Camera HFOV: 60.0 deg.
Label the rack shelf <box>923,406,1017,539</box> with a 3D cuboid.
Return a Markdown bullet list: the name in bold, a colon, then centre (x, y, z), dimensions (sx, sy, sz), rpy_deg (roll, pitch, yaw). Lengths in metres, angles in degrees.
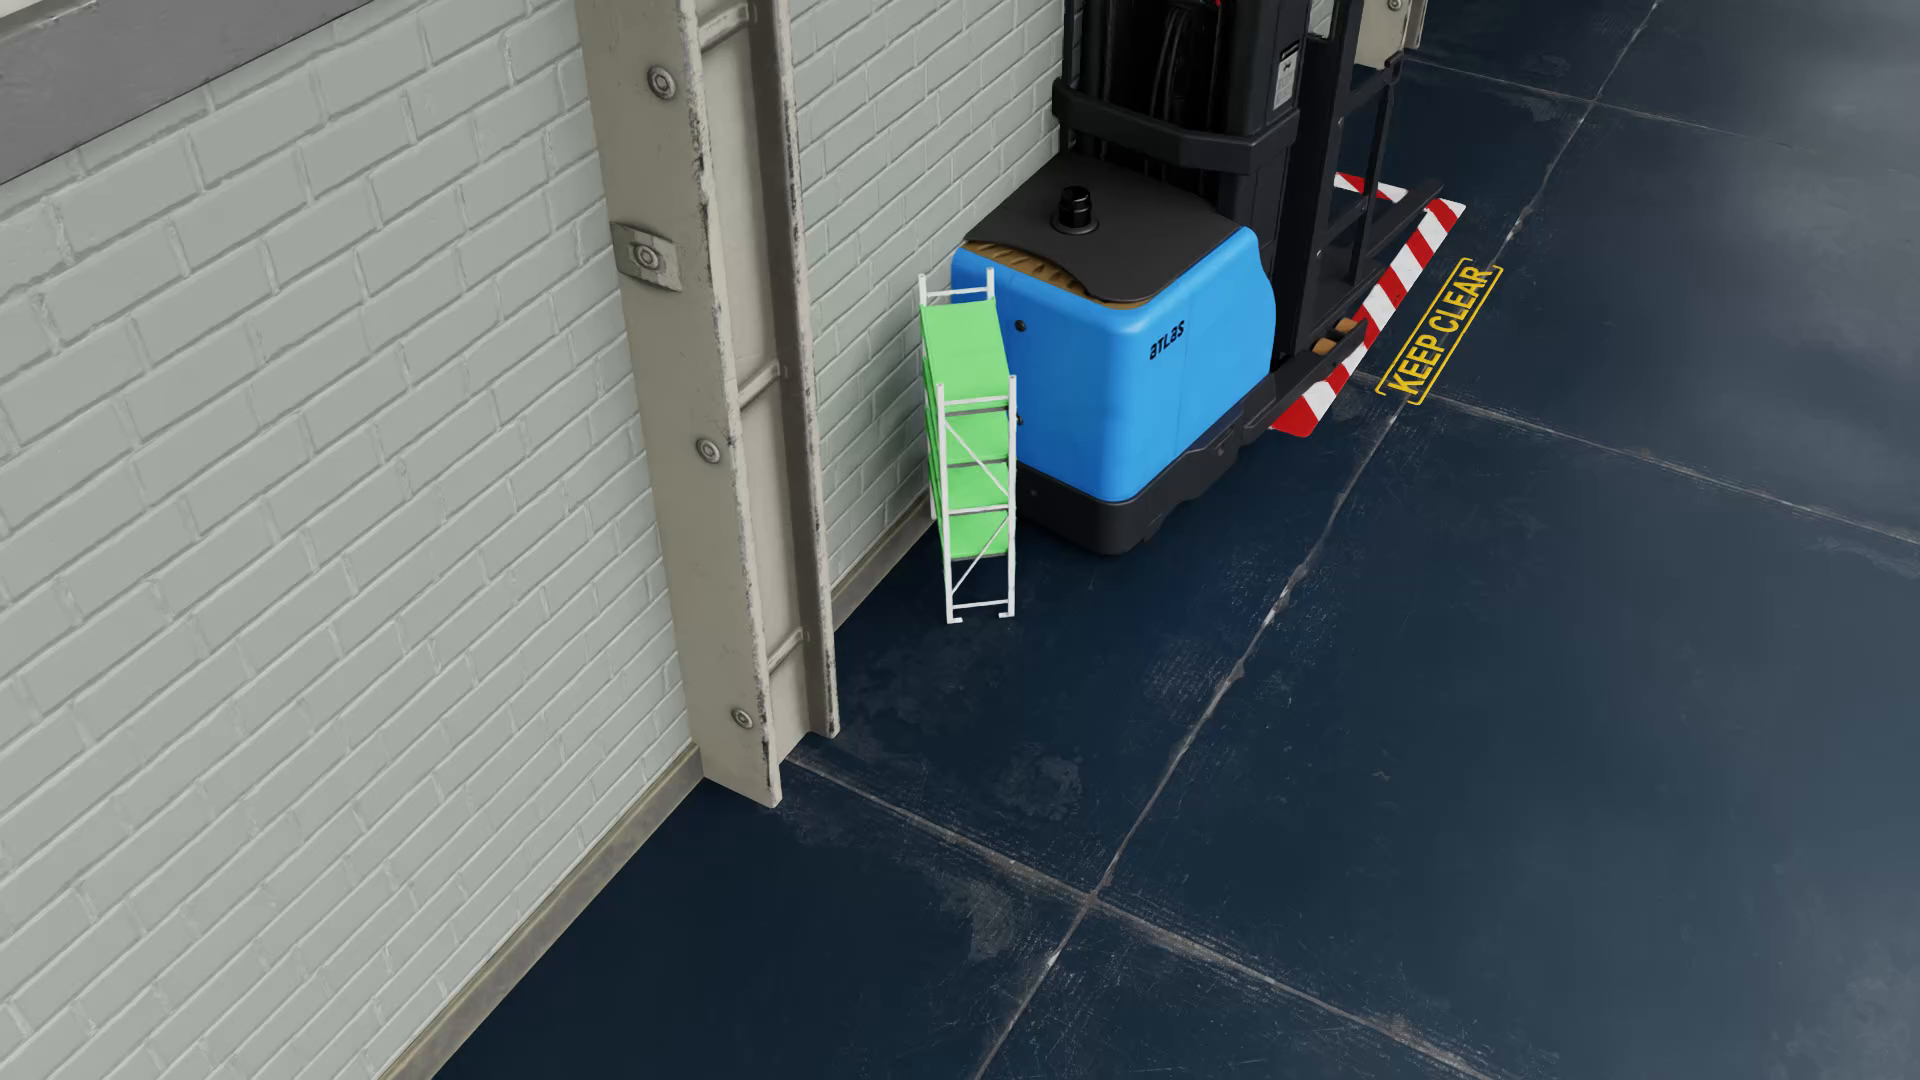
- **rack shelf**: centre (0.031, -0.247, 5.660), dimensions (0.258, 0.148, 0.480), rpy_deg (-6, 51, -4)

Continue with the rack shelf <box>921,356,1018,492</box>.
- **rack shelf**: centre (0.027, -0.398, 5.473), dimensions (0.258, 0.148, 0.480), rpy_deg (-6, 51, -4)

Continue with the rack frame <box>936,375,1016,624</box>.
- **rack frame**: centre (0.061, -0.100, 5.457), dimensions (0.240, 1.200, 0.015), rpy_deg (-6, 51, -4)

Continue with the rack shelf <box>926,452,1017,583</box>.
- **rack shelf**: centre (0.036, -0.096, 5.846), dimensions (0.258, 0.148, 0.480), rpy_deg (-6, 51, -4)

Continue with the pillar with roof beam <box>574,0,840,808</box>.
- **pillar with roof beam**: centre (3.100, -1.264, 0.876), dimensions (9.100, 9.000, 0.400), rpy_deg (21, 45, 22)

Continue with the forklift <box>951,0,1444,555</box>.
- **forklift**: centre (1.087, -1.965, 6.264), dimensions (1.130, 2.935, 3.031), rpy_deg (27, 48, 27)

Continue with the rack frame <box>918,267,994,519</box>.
- **rack frame**: centre (-0.001, -0.475, 5.763), dimensions (0.240, 1.200, 0.015), rpy_deg (-6, 51, -4)

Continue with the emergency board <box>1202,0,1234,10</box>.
- **emergency board**: centre (1.105, -2.468, 6.783), dimensions (0.194, 1.169, 0.643), rpy_deg (21, 45, 22)

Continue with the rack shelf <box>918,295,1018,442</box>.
- **rack shelf**: centre (0.022, -0.550, 5.287), dimensions (0.258, 0.148, 0.480), rpy_deg (-6, 51, -4)

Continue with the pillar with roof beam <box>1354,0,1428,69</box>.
- **pillar with roof beam**: centre (6.102, -4.697, 4.775), dimensions (9.100, 9.000, 0.400), rpy_deg (21, 45, 22)

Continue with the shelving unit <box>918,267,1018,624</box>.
- **shelving unit**: centre (0.030, -0.287, 5.610), dimensions (0.258, 1.200, 0.503), rpy_deg (-6, 51, -4)
